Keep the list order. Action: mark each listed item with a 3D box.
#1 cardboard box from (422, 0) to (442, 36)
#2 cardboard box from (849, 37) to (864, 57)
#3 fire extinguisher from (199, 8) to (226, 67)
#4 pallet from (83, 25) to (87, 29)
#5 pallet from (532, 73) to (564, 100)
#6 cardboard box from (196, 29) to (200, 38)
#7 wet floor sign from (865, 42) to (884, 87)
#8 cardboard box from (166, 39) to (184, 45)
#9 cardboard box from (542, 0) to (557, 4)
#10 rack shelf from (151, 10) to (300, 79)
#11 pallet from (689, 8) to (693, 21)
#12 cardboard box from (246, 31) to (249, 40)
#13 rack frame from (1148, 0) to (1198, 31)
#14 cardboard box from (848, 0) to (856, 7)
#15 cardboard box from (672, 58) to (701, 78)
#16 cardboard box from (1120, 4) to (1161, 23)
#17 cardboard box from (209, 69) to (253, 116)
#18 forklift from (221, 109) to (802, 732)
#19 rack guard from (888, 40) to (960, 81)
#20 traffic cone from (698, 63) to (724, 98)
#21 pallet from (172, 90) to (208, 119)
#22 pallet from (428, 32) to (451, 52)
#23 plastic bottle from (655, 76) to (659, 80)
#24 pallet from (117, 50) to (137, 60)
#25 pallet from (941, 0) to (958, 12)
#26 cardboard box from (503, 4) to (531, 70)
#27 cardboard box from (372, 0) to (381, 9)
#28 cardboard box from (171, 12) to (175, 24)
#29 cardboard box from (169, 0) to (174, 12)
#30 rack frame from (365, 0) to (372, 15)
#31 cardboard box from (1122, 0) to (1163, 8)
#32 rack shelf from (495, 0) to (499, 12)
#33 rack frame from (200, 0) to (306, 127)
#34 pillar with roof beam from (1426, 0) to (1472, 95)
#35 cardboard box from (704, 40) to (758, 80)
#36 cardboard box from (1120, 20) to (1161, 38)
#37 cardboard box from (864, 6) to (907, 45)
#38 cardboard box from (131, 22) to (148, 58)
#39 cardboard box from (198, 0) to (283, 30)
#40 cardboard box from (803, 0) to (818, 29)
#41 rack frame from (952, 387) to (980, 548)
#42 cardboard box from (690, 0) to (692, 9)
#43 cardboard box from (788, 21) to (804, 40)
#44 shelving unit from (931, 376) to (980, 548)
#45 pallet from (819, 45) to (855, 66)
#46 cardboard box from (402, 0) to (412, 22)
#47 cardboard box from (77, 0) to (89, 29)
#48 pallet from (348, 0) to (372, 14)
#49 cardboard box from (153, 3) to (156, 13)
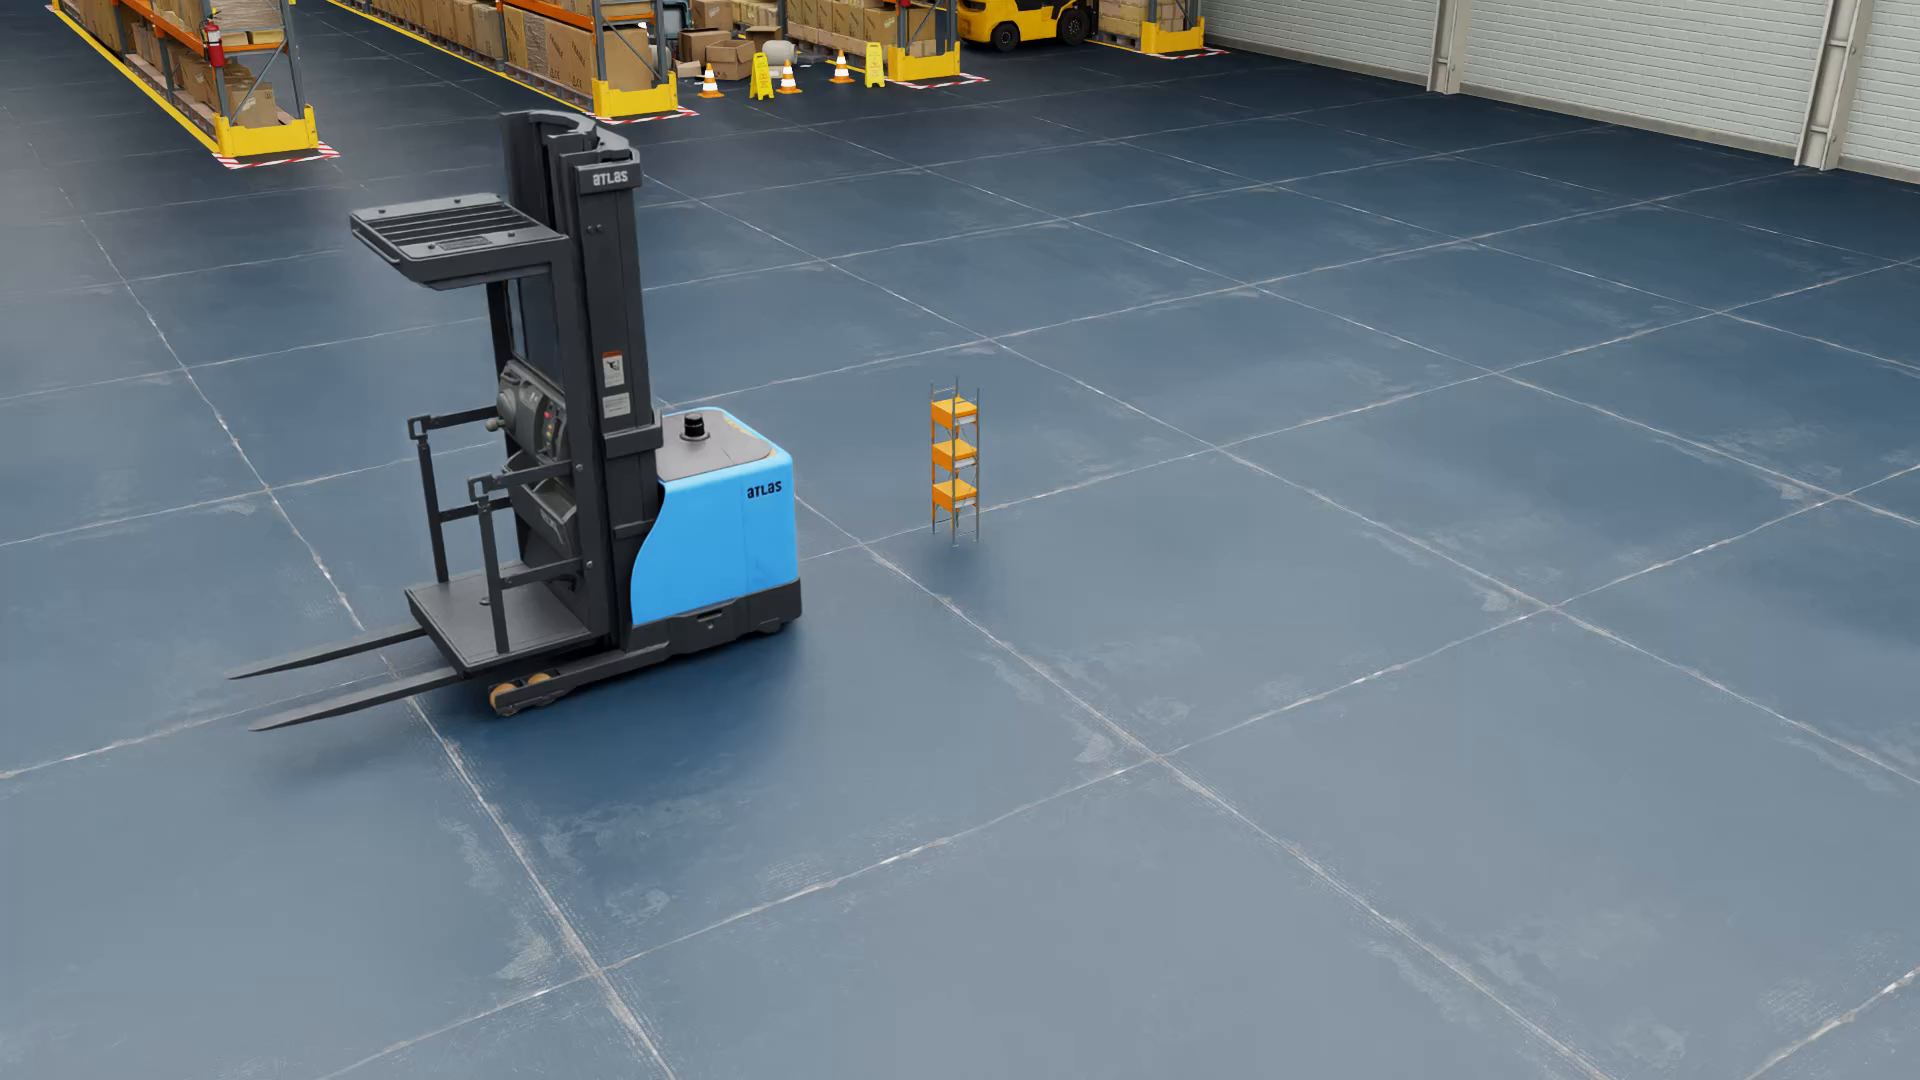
[{"bbox_3d":[-8.722,-9.253,28.980,1.050,0.750,0.750,-16,30,-30],"label":"cardboard box"},{"bbox_3d":[-1.463,-8.008,26.928,0.500,0.250,0.500,-15,29,-29],"label":"cardboard box"},{"bbox_3d":[-9.146,-6.155,20.365,0.296,0.674,0.183,-16,29,-30],"label":"fire extinguisher"},{"bbox_3d":[-15.723,-9.659,30.964,1.003,0.211,1.213,-16,29,-30],"label":"pallet"},{"bbox_3d":[-5.776,-6.900,25.120,1.003,0.211,1.213,-16,29,-30],"label":"pallet"},{"bbox_3d":[-9.590,-6.538,21.381,0.380,0.149,0.250,-16,29,-30],"label":"cardboard box"},{"bbox_3d":[-1.312,-7.266,25.385,0.267,0.644,0.232,-6,26,-12],"label":"wet floor sign"},{"bbox_3d":[-11.568,-7.237,24.979,0.700,0.500,0.500,-16,29,-30],"label":"cardboard box"},{"bbox_3d":[-5.695,-8.249,24.534,0.875,0.550,0.500,-16,29,-30],"label":"cardboard box"},{"bbox_3d":[-9.915,-6.728,22.331,1.077,0.370,4.000,-16,29,-30],"label":"rack shelf"},{"bbox_3d":[-4.462,-9.968,31.618,1.003,0.211,1.213,-16,29,-30],"label":"pallet"},{"bbox_3d":[-8.899,-6.476,21.248,0.380,0.149,0.250,-16,29,-30],"label":"cardboard box"},{"bbox_3d":[3.637,-9.806,28.008,1.000,3.000,0.127,-16,29,-30],"label":"rack frame"},{"bbox_3d":[-1.567,-8.659,26.668,0.380,0.149,0.250,-15,29,-29],"label":"cardboard box"},{"bbox_3d":[-4.314,-7.467,26.255,0.396,0.266,0.258,-10,27,-21],"label":"cardboard box"},{"bbox_3d":[3.109,-9.079,28.613,0.500,0.250,0.500,-16,30,-30],"label":"cardboard box"},{"bbox_3d":[-9.831,-6.059,22.507,0.500,0.500,0.500,-13,28,-25],"label":"cardboard box"},{"bbox_3d":[-2.432,-0.653,8.701,3.031,2.935,1.130,-16,29,-30],"label":"forklift"},{"bbox_3d":[-0.561,-7.544,26.146,1.175,0.500,0.348,-16,29,-30],"label":"rack guard"},{"bbox_3d":[-3.712,-6.831,24.679,0.336,0.463,0.334,-16,29,-30],"label":"traffic cone"},{"bbox_3d":[-10.610,-6.276,23.797,1.003,0.211,1.213,-16,29,-30],"label":"pallet"},{"bbox_3d":[-8.612,-8.759,29.056,1.003,0.211,1.213,-16,29,-30],"label":"pallet"},{"bbox_3d":[-4.620,-7.247,26.030,0.133,0.061,0.283,18,31,33],"label":"plastic bottle"},{"bbox_3d":[-13.557,-8.238,27.953,1.003,0.211,1.213,-16,29,-30],"label":"pallet"},{"bbox_3d":[0.349,-10.667,33.098,1.003,0.211,1.213,-16,29,-30],"label":"pallet"},{"bbox_3d":[-6.511,-7.876,25.918,0.875,0.875,0.875,-15,29,-29],"label":"cardboard box"},{"bbox_3d":[-10.982,-10.483,31.879,0.500,0.500,0.500,-14,29,-28],"label":"cardboard box"},{"bbox_3d":[-10.438,-7.067,22.500,0.380,0.149,0.250,-16,29,-30],"label":"cardboard box"},{"bbox_3d":[-10.212,-7.431,22.511,0.875,0.500,0.500,-16,29,-30],"label":"cardboard box"},{"bbox_3d":[-11.163,-11.750,32.126,1.000,3.000,0.127,-16,29,-30],"label":"rack frame"},{"bbox_3d":[3.124,-9.296,28.486,0.500,0.250,0.500,-14,29,-28],"label":"cardboard box"},{"bbox_3d":[-7.887,-9.279,27.734,1.077,0.370,4.000,-16,29,-30],"label":"rack shelf"},{"bbox_3d":[-8.823,-6.338,20.662,1.000,3.000,0.127,-16,29,-30],"label":"rack frame"},{"bbox_3d":[3.681,-9.828,21.028,9.100,9.000,0.400,-16,29,-30],"label":"pillar with roof beam"},{"bbox_3d":[-3.600,-7.557,26.168,0.637,0.503,0.797,7,26,15],"label":"cardboard box"},{"bbox_3d":[3.116,-8.847,28.705,0.500,0.250,0.500,-15,29,-29],"label":"cardboard box"},{"bbox_3d":[-1.176,-8.159,26.370,0.500,0.500,0.500,-15,29,-29],"label":"cardboard box"},{"bbox_3d":[-12.807,-8.033,26.665,0.700,0.500,0.500,-17,30,-32],"label":"cardboard box"},{"bbox_3d":[-9.100,-6.721,21.008,0.875,0.500,0.500,-16,29,-30],"label":"cardboard box"},{"bbox_3d":[-2.305,-8.901,27.942,0.500,0.500,0.500,-14,29,-28],"label":"cardboard box"},{"bbox_3d":[0.037,-0.450,10.474,0.200,1.050,0.008,-16,29,-30],"label":"rack frame"},{"bbox_3d":[-4.587,-10.306,31.654,0.950,0.372,0.625,-18,31,-33],"label":"cardboard box"},{"bbox_3d":[-2.607,-8.751,28.502,0.500,0.250,0.500,-17,30,-32],"label":"cardboard box"},{"bbox_3d":[-0.029,-0.494,10.566,0.215,1.050,0.252,-16,29,-30],"label":"shelving unit"},{"bbox_3d":[-1.637,-8.148,27.764,1.003,0.211,1.213,-16,29,-30],"label":"pallet"},{"bbox_3d":[-9.838,-9.740,30.304,0.500,0.500,0.500,-14,29,-28],"label":"cardboard box"},{"bbox_3d":[-15.007,-9.635,29.643,1.225,0.875,0.875,-15,29,-29],"label":"cardboard box"},{"bbox_3d":[-11.559,-10.721,33.213,1.003,0.211,1.213,-16,29,-30],"label":"pallet"},{"bbox_3d":[-11.141,-7.508,23.435,0.380,0.149,0.250,-16,29,-30],"label":"cardboard box"}]
